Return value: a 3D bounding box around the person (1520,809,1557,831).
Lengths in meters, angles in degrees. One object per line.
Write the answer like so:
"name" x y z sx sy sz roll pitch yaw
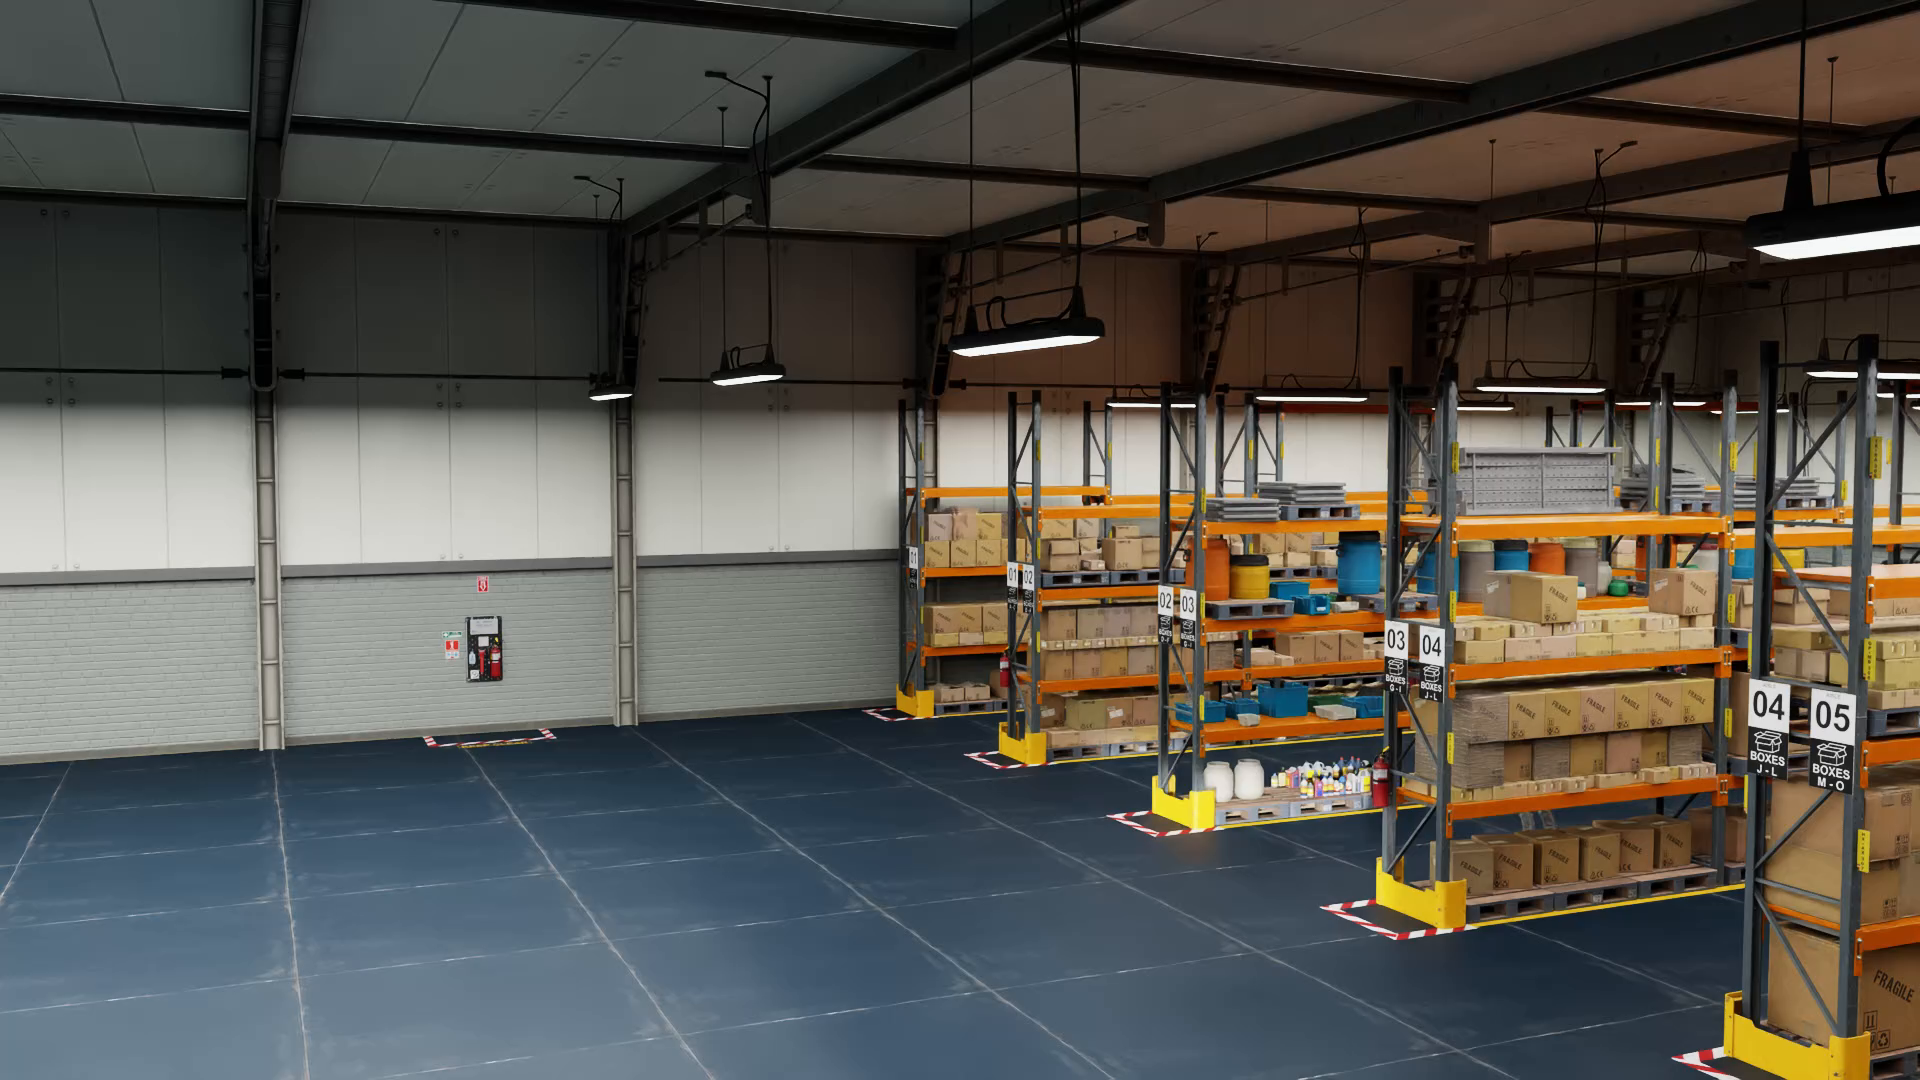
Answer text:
"person" 7.252 3.068 20.894 0.526 1.838 0.591 -1 3 -13
